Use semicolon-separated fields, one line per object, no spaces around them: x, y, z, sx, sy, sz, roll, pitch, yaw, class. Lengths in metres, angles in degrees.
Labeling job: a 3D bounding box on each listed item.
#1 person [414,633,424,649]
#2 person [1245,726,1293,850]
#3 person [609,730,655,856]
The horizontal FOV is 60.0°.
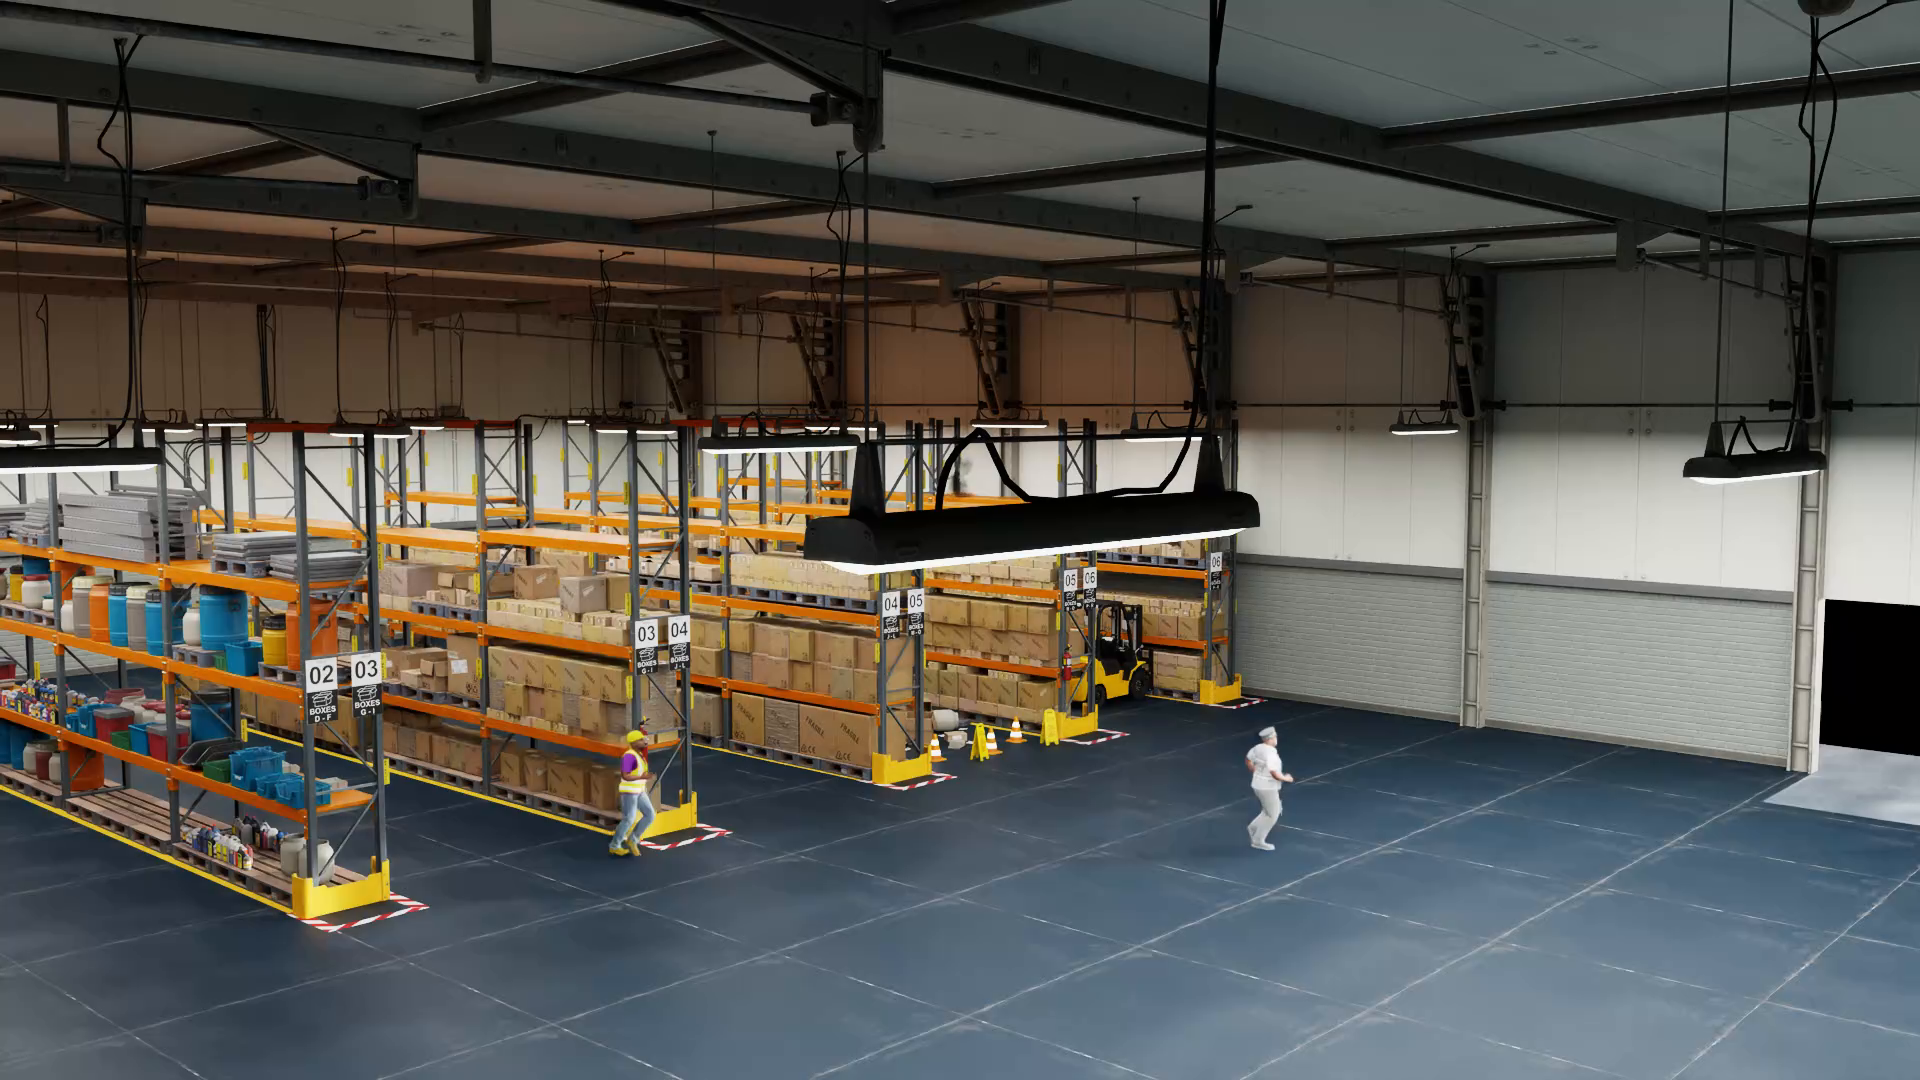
-13.062;2.192;40.209;0.712;1.731;0.637;3;6;37;person
4.426;3.519;23.718;0.600;1.749;0.690;-1;5;-12;person
-4.550;3.562;23.355;0.691;1.781;0.699;1;5;12;person
